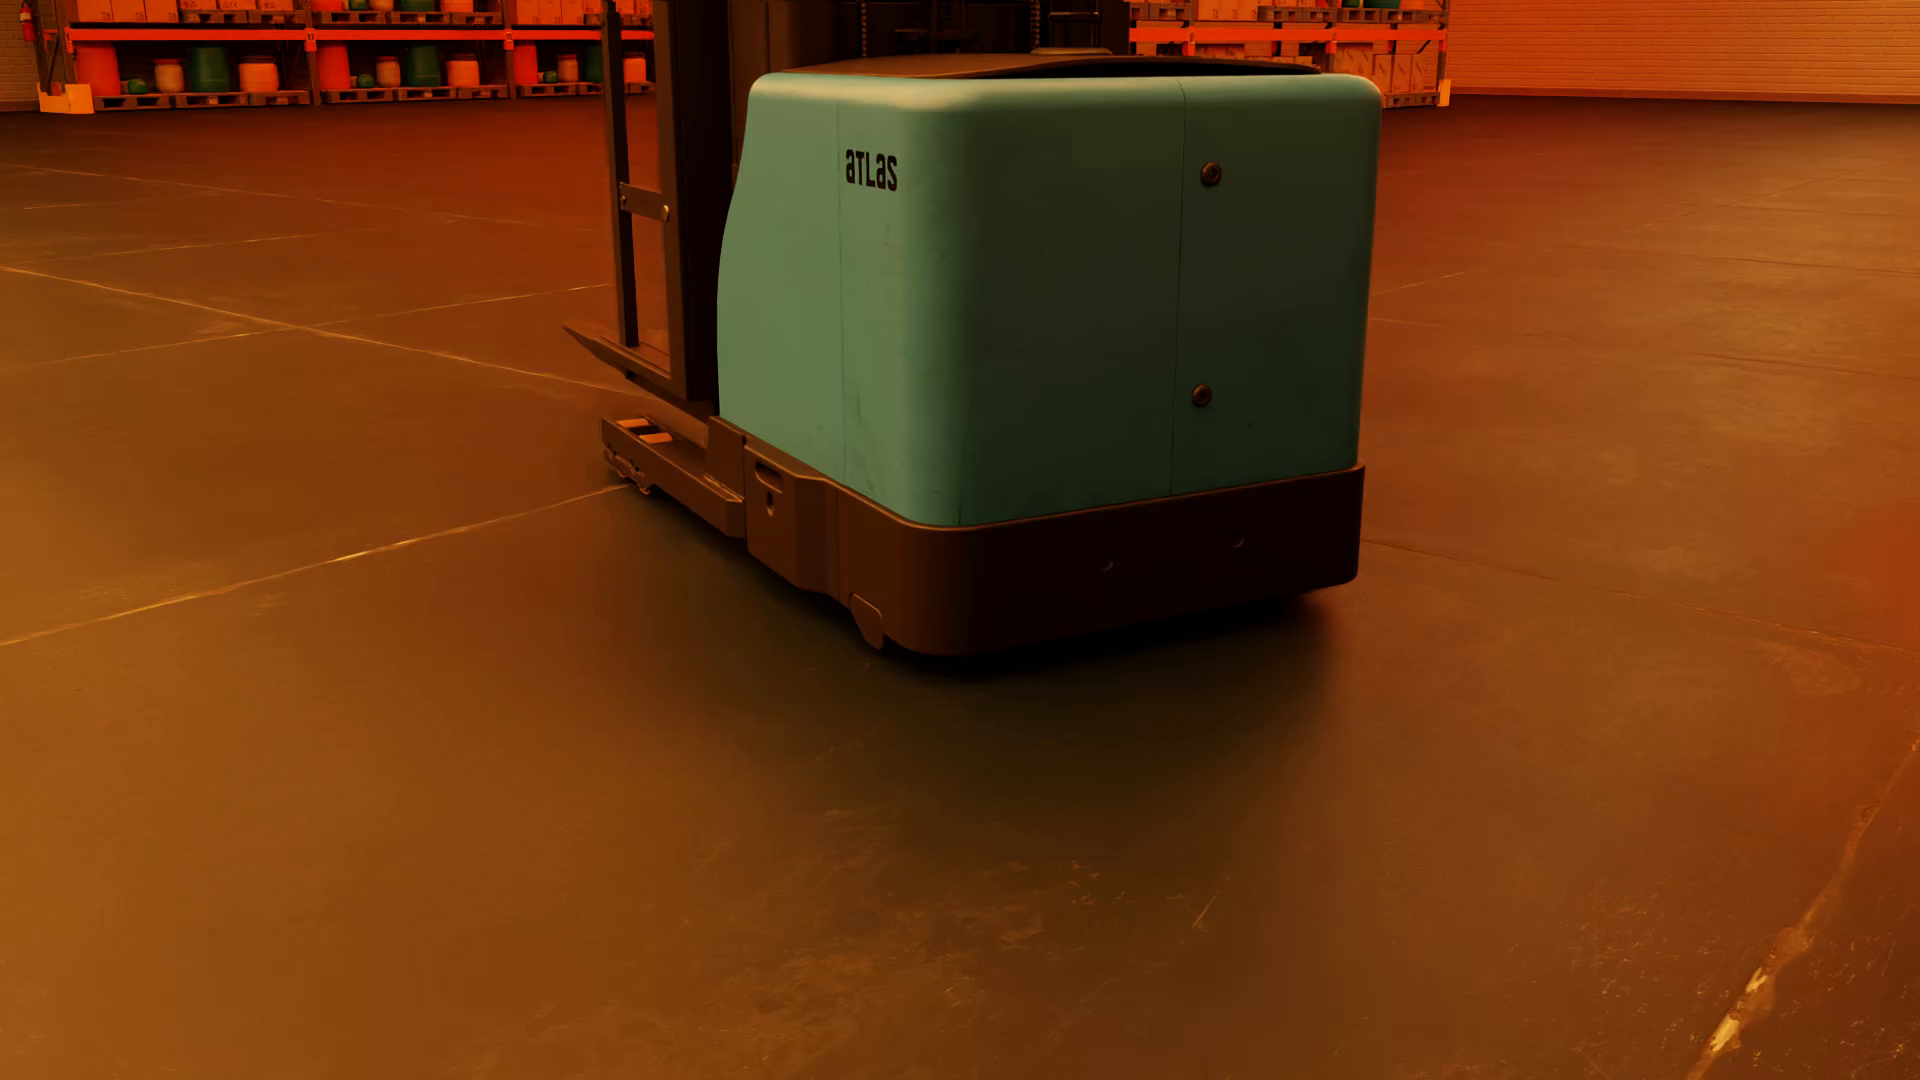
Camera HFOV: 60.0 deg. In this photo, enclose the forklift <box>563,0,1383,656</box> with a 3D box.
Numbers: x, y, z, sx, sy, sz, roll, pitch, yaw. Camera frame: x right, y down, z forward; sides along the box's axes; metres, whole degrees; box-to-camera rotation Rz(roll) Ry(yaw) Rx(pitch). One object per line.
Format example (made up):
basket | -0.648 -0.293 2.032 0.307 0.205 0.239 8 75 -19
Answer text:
forklift | -0.312 -1.572 4.073 1.130 2.935 3.031 -9 19 -27
